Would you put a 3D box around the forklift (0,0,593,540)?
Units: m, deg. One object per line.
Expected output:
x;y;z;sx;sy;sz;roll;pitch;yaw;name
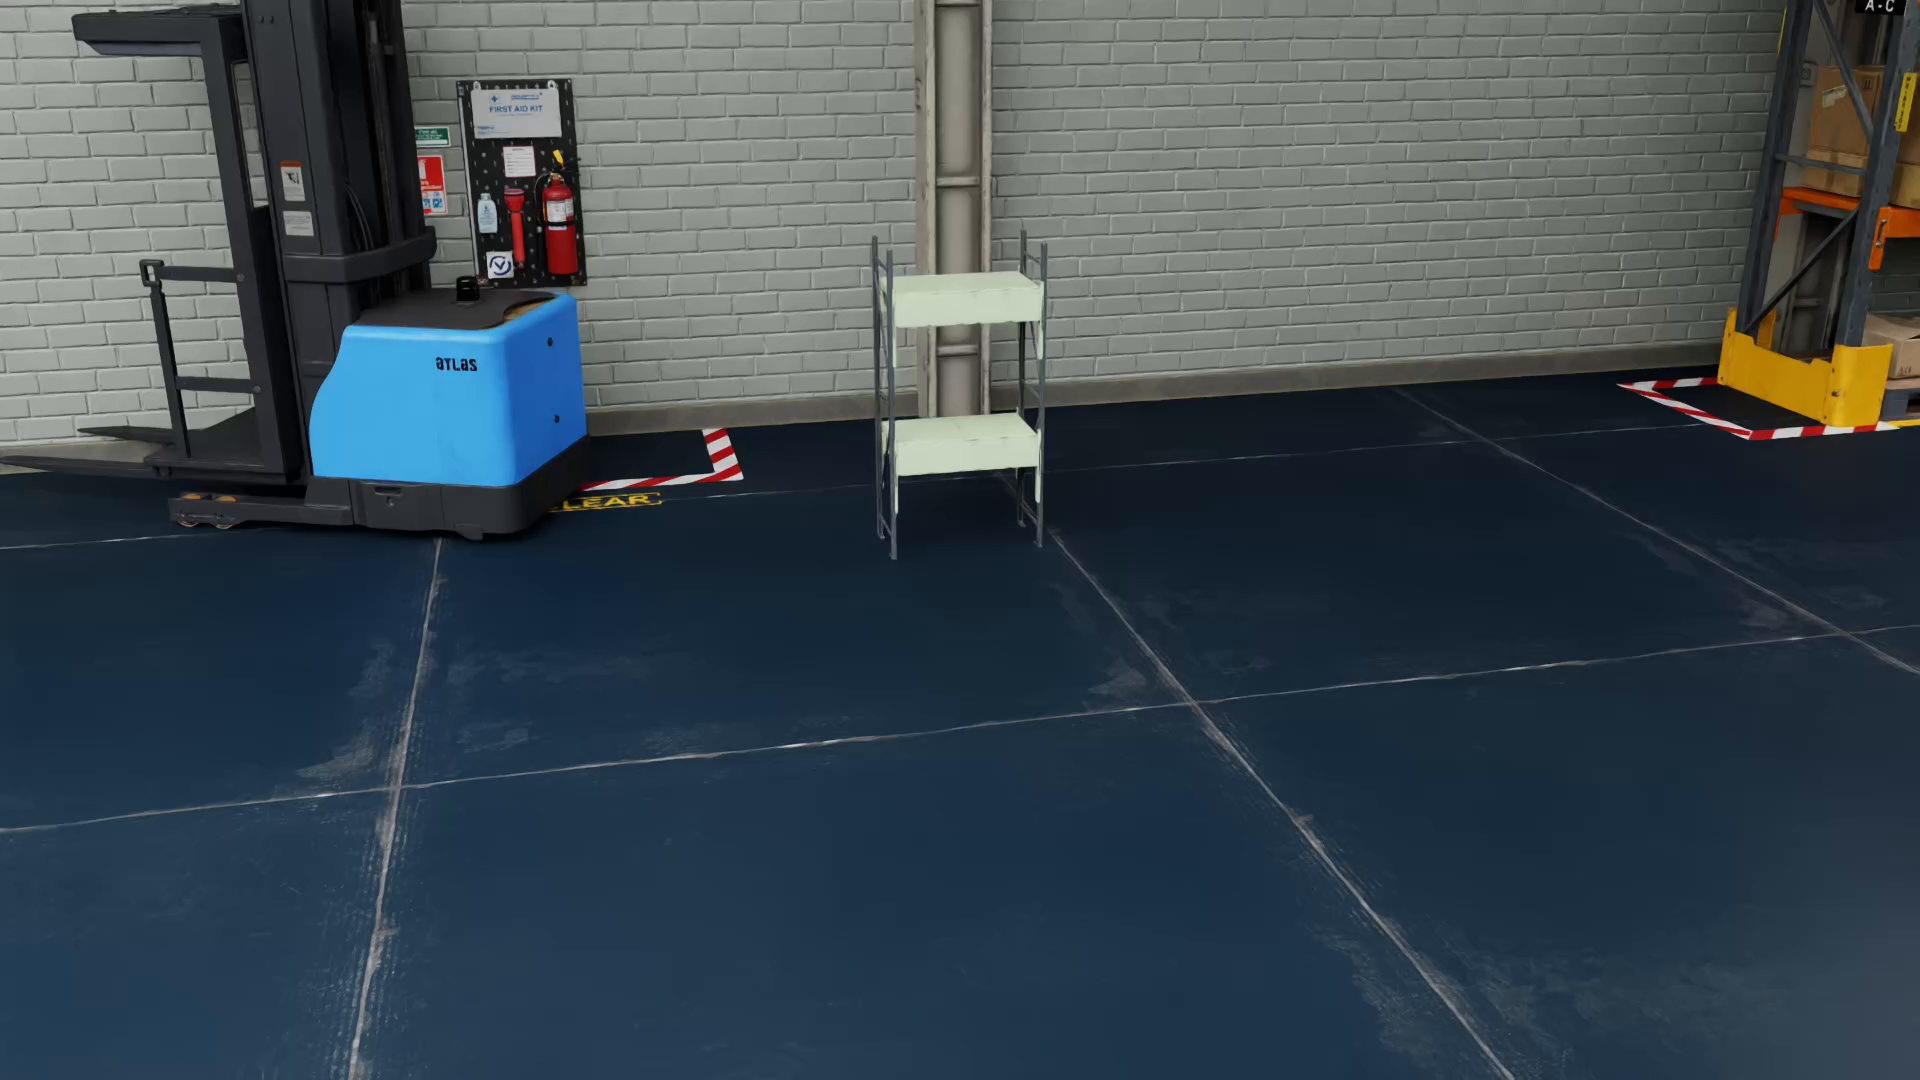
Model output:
-3.569;-1.606;8.436;3.031;2.935;1.130;4;20;10;forklift

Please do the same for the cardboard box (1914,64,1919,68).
6.220;-2.733;10.514;0.500;0.500;0.500;-4;21;-12;cardboard box

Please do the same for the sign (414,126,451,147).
-3.008;-2.238;9.241;0.331;0.109;0.001;-5;21;-12;sign

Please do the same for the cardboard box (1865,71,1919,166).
5.851;-2.525;9.946;0.500;0.500;0.500;-5;21;-12;cardboard box

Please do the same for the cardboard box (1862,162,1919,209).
5.866;-2.168;10.062;0.500;0.250;0.500;-5;21;-14;cardboard box

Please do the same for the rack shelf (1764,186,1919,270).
7.264;-2.118;10.780;4.000;0.370;1.077;-5;21;-12;rack shelf

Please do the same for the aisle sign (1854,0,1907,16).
5.317;-3.412;9.488;0.004;0.787;0.394;-5;21;-12;aisle sign

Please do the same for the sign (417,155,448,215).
-3.015;-1.992;9.339;0.234;0.329;0.001;-5;21;-12;sign

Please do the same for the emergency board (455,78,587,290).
-2.453;-1.984;9.371;0.643;1.169;0.194;-5;21;-12;emergency board

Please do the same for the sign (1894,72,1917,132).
5.443;-2.522;9.580;0.005;0.325;0.100;-5;21;-12;sign

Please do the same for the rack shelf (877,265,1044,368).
-0.006;-1.070;7.921;0.720;0.370;0.431;-5;21;-12;rack shelf

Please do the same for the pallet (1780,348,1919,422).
6.190;-1.046;10.864;1.213;0.211;1.003;-5;21;-12;pallet

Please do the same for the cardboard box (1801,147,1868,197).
5.728;-2.338;10.525;0.500;0.250;0.500;-4;21;-12;cardboard box

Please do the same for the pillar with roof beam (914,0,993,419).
0.952;-3.543;4.904;0.400;9.000;9.100;-5;21;-12;pillar with roof beam

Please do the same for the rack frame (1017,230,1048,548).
0.350;-0.733;8.134;0.023;1.500;0.400;-5;21;-12;rack frame

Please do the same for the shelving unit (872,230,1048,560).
-0.006;-0.704;8.055;0.755;1.500;0.431;-5;21;-12;shelving unit

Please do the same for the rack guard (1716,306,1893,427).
5.392;-1.129;10.671;0.348;0.500;1.175;-5;21;-12;rack guard

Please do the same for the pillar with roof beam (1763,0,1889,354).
6.791;-4.018;6.201;0.400;9.000;9.100;-5;21;-12;pillar with roof beam

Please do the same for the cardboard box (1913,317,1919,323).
6.567;-1.311;10.802;0.500;0.311;0.500;-3;20;-8;cardboard box

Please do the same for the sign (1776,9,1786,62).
5.210;-3.177;10.483;0.005;0.325;0.100;-5;21;-12;sign

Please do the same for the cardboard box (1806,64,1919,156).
5.728;-2.697;10.414;0.500;0.500;0.500;-5;21;-13;cardboard box

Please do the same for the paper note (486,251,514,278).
-2.641;-1.580;9.547;0.142;0.148;0.016;-5;21;-12;paper note

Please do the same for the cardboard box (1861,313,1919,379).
6.012;-1.266;10.679;0.500;0.311;0.500;-7;21;-19;cardboard box

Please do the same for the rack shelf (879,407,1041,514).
-0.006;-0.398;8.167;0.720;0.370;0.431;-5;21;-12;rack shelf

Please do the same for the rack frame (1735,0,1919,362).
5.318;-2.297;10.225;0.127;3.000;1.000;-5;21;-12;rack frame

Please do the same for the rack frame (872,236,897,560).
-0.363;-0.675;7.976;0.023;1.500;0.400;-5;21;-12;rack frame
